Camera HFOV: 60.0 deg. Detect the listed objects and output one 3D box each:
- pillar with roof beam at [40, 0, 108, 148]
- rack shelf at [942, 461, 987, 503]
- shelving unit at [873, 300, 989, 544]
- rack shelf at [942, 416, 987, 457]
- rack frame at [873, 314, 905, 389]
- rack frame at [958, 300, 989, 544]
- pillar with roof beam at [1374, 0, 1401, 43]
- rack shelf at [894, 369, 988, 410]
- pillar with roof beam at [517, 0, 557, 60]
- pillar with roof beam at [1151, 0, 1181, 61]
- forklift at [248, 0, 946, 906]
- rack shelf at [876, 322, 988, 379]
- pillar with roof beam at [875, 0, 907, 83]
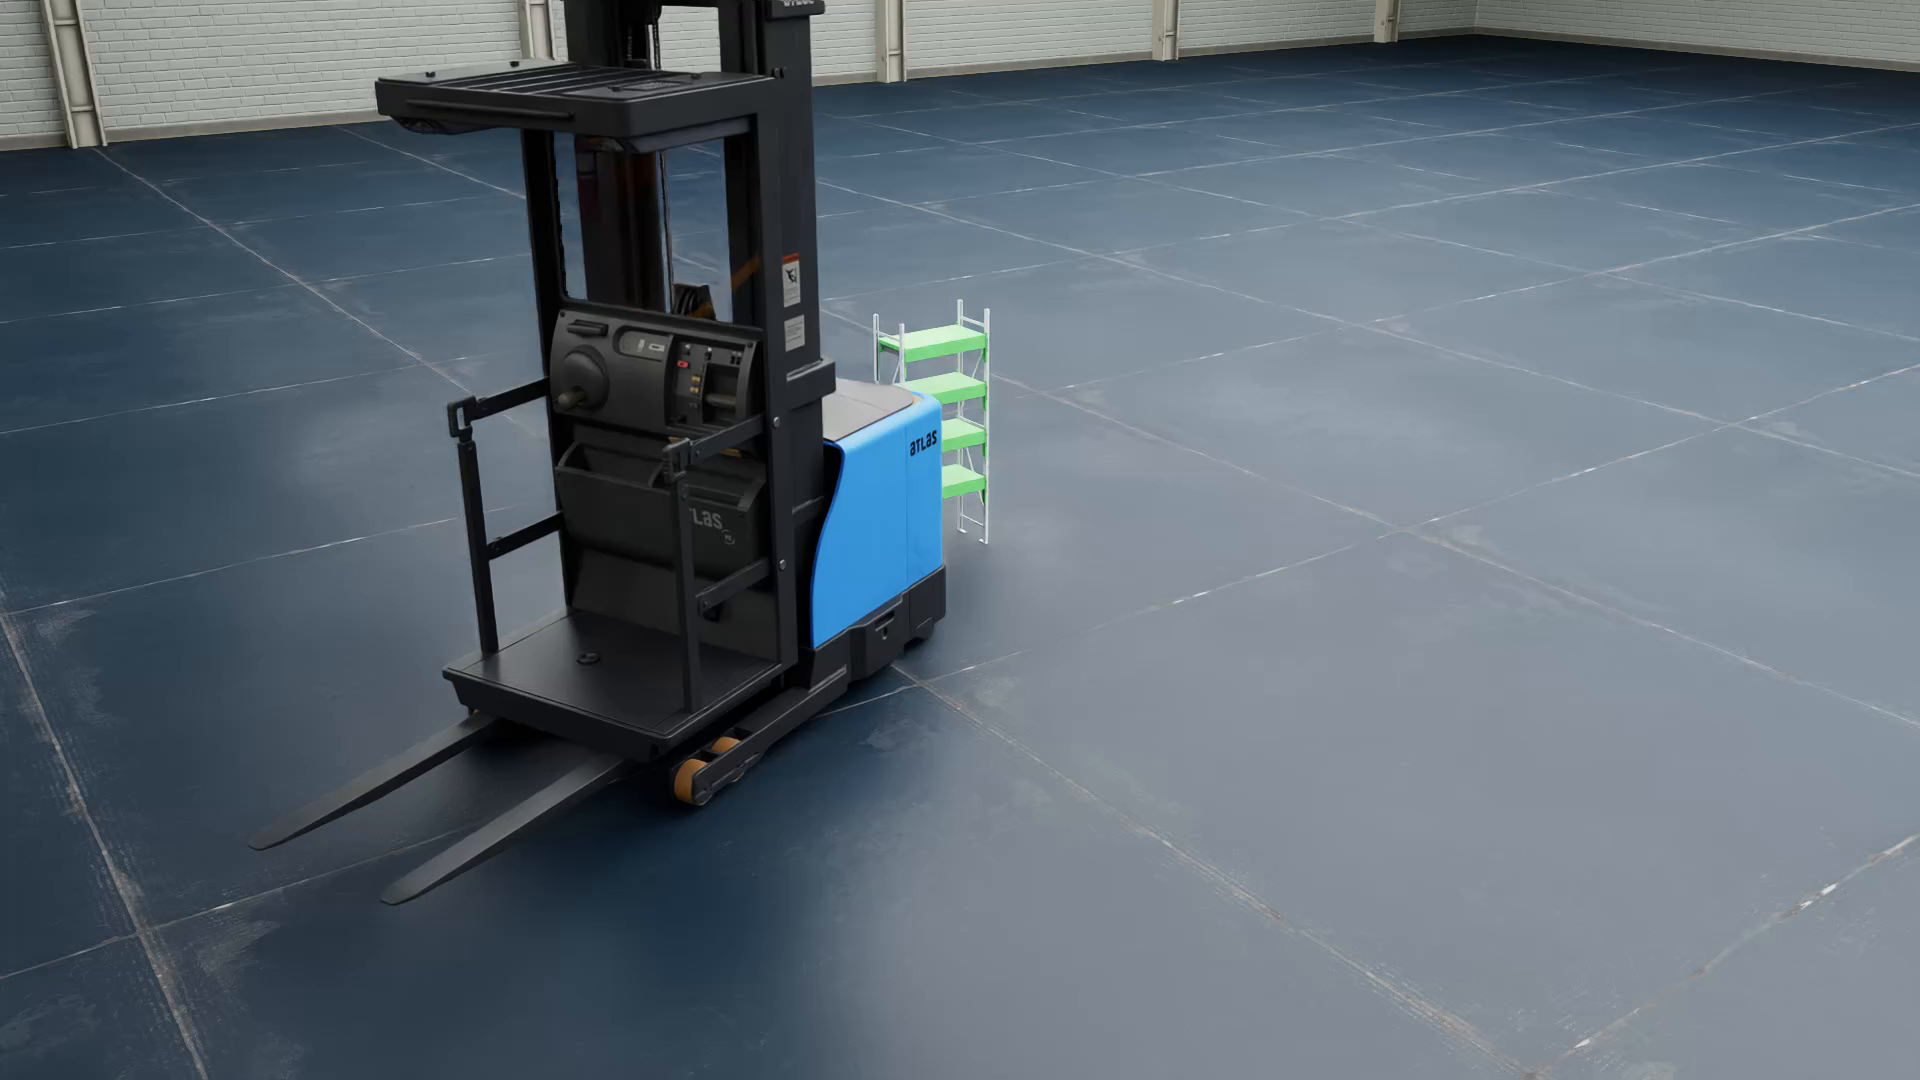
[{"bbox_3d":[-8.347,-7.797,15.795,0.400,9.000,9.100,-15,26,-33],"label":"pillar with roof beam"},{"bbox_3d":[-0.134,-0.239,8.197,0.480,0.148,0.258,-15,26,-33],"label":"rack shelf"},{"bbox_3d":[-0.134,-0.521,8.084,0.503,1.200,0.258,-15,26,-33],"label":"shelving unit"},{"bbox_3d":[-0.134,-0.462,8.108,0.480,0.148,0.258,-15,26,-33],"label":"rack shelf"},{"bbox_3d":[-0.332,-0.469,7.952,0.015,1.200,0.240,-15,26,-33],"label":"rack frame"},{"bbox_3d":[0.064,-0.574,8.217,0.015,1.200,0.240,-15,26,-33],"label":"rack frame"},{"bbox_3d":[11.135,-12.992,28.813,0.400,9.000,9.100,-15,26,-33],"label":"pillar with roof beam"},{"bbox_3d":[-0.134,-0.685,8.019,0.480,0.148,0.258,-15,26,-33],"label":"rack shelf"},{"bbox_3d":[-3.477,-9.096,19.050,0.400,9.000,9.100,-15,26,-33],"label":"pillar with roof beam"},{"bbox_3d":[6.264,-11.693,25.559,0.400,9.000,9.100,-15,26,-33],"label":"pillar with roof beam"},{"bbox_3d":[-1.240,-0.597,5.938,1.130,2.935,3.031,12,25,28],"label":"forklift"},{"bbox_3d":[-0.134,-0.908,7.930,0.480,0.148,0.258,-15,26,-33],"label":"rack shelf"},{"bbox_3d":[1.394,-10.395,22.304,0.400,9.000,9.100,-15,26,-33],"label":"pillar with roof beam"}]
